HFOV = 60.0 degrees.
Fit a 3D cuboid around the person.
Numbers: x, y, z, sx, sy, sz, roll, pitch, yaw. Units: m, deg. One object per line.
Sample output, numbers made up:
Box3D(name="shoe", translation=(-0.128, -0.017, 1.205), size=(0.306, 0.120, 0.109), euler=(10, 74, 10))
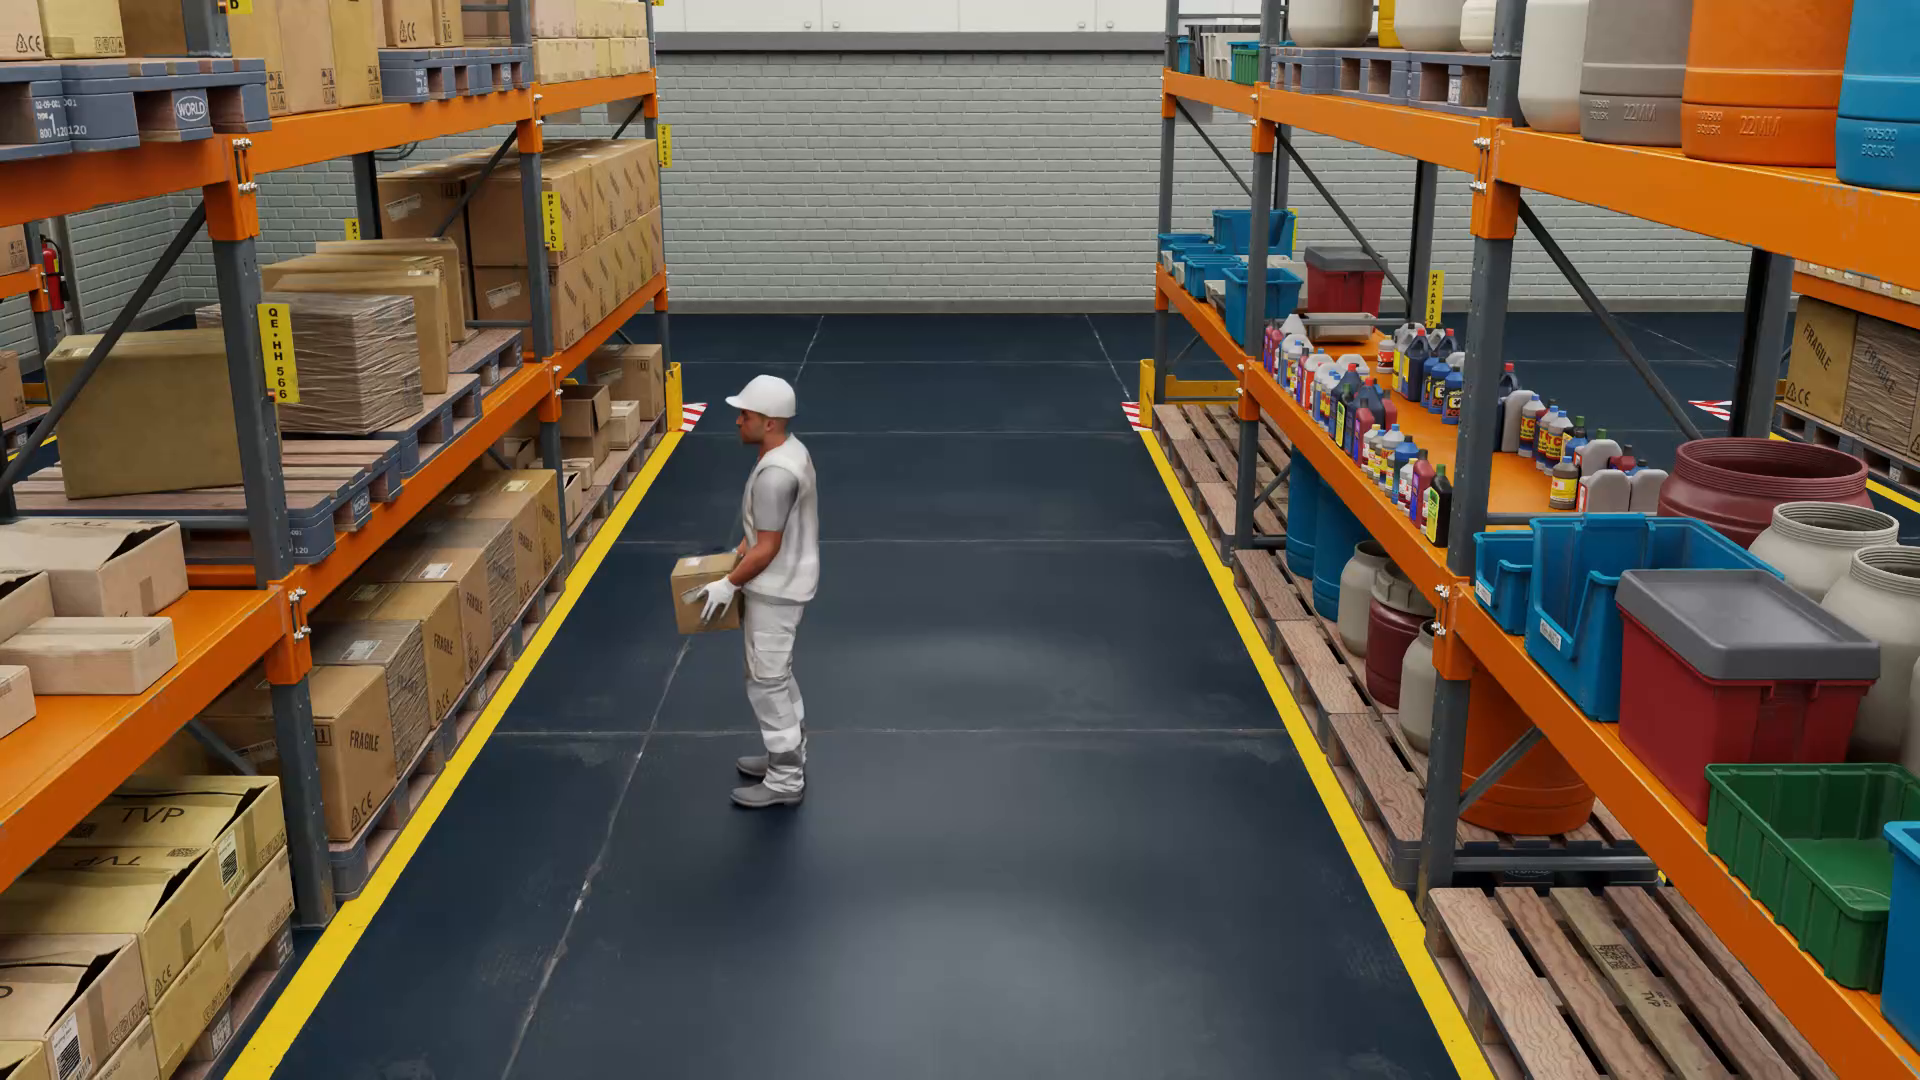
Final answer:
Box3D(name="person", translation=(-0.816, 0.211, 6.806), size=(0.486, 1.792, 0.531), euler=(0, 17, -2))
